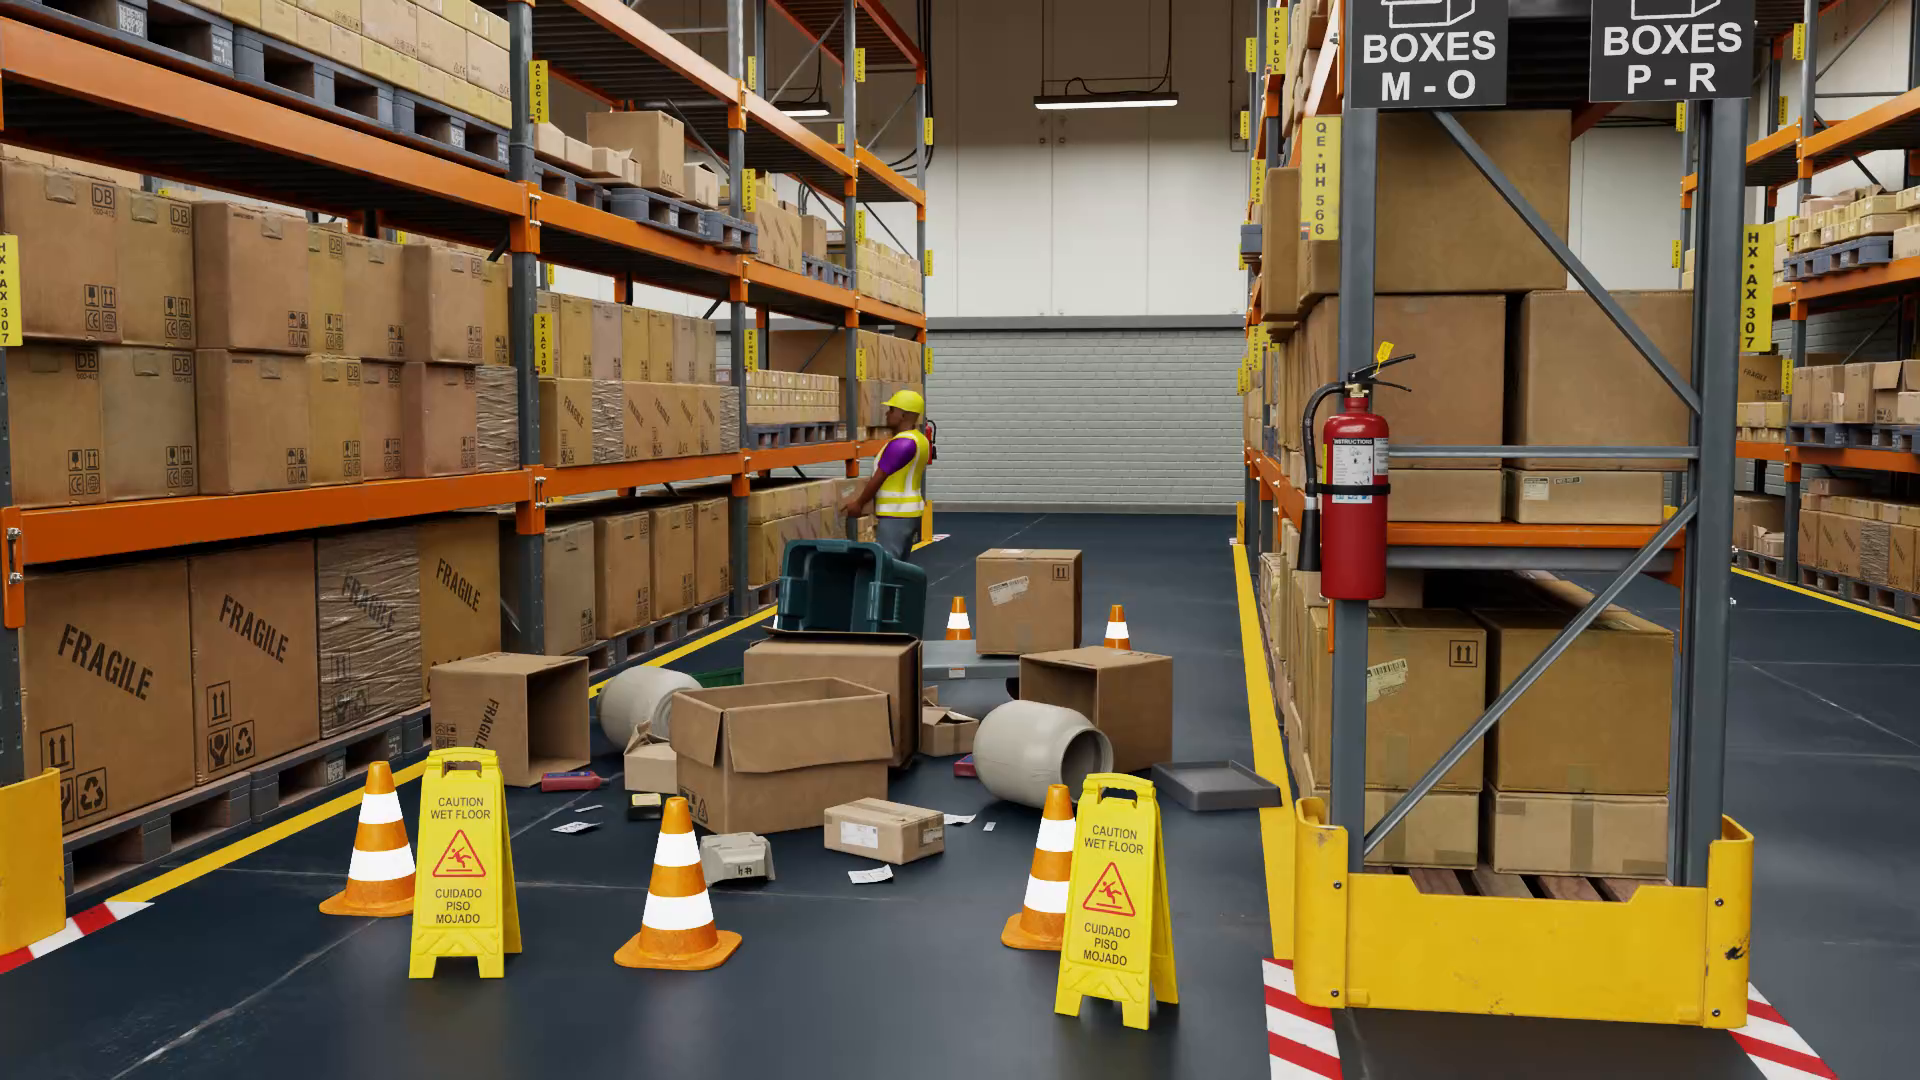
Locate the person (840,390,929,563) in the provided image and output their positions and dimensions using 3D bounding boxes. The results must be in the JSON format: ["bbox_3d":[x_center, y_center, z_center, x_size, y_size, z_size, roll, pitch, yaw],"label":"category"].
[{"bbox_3d":[-0.517,-0.147,11.422,0.577,1.760,0.503,1,4,9],"label":"person"}]
